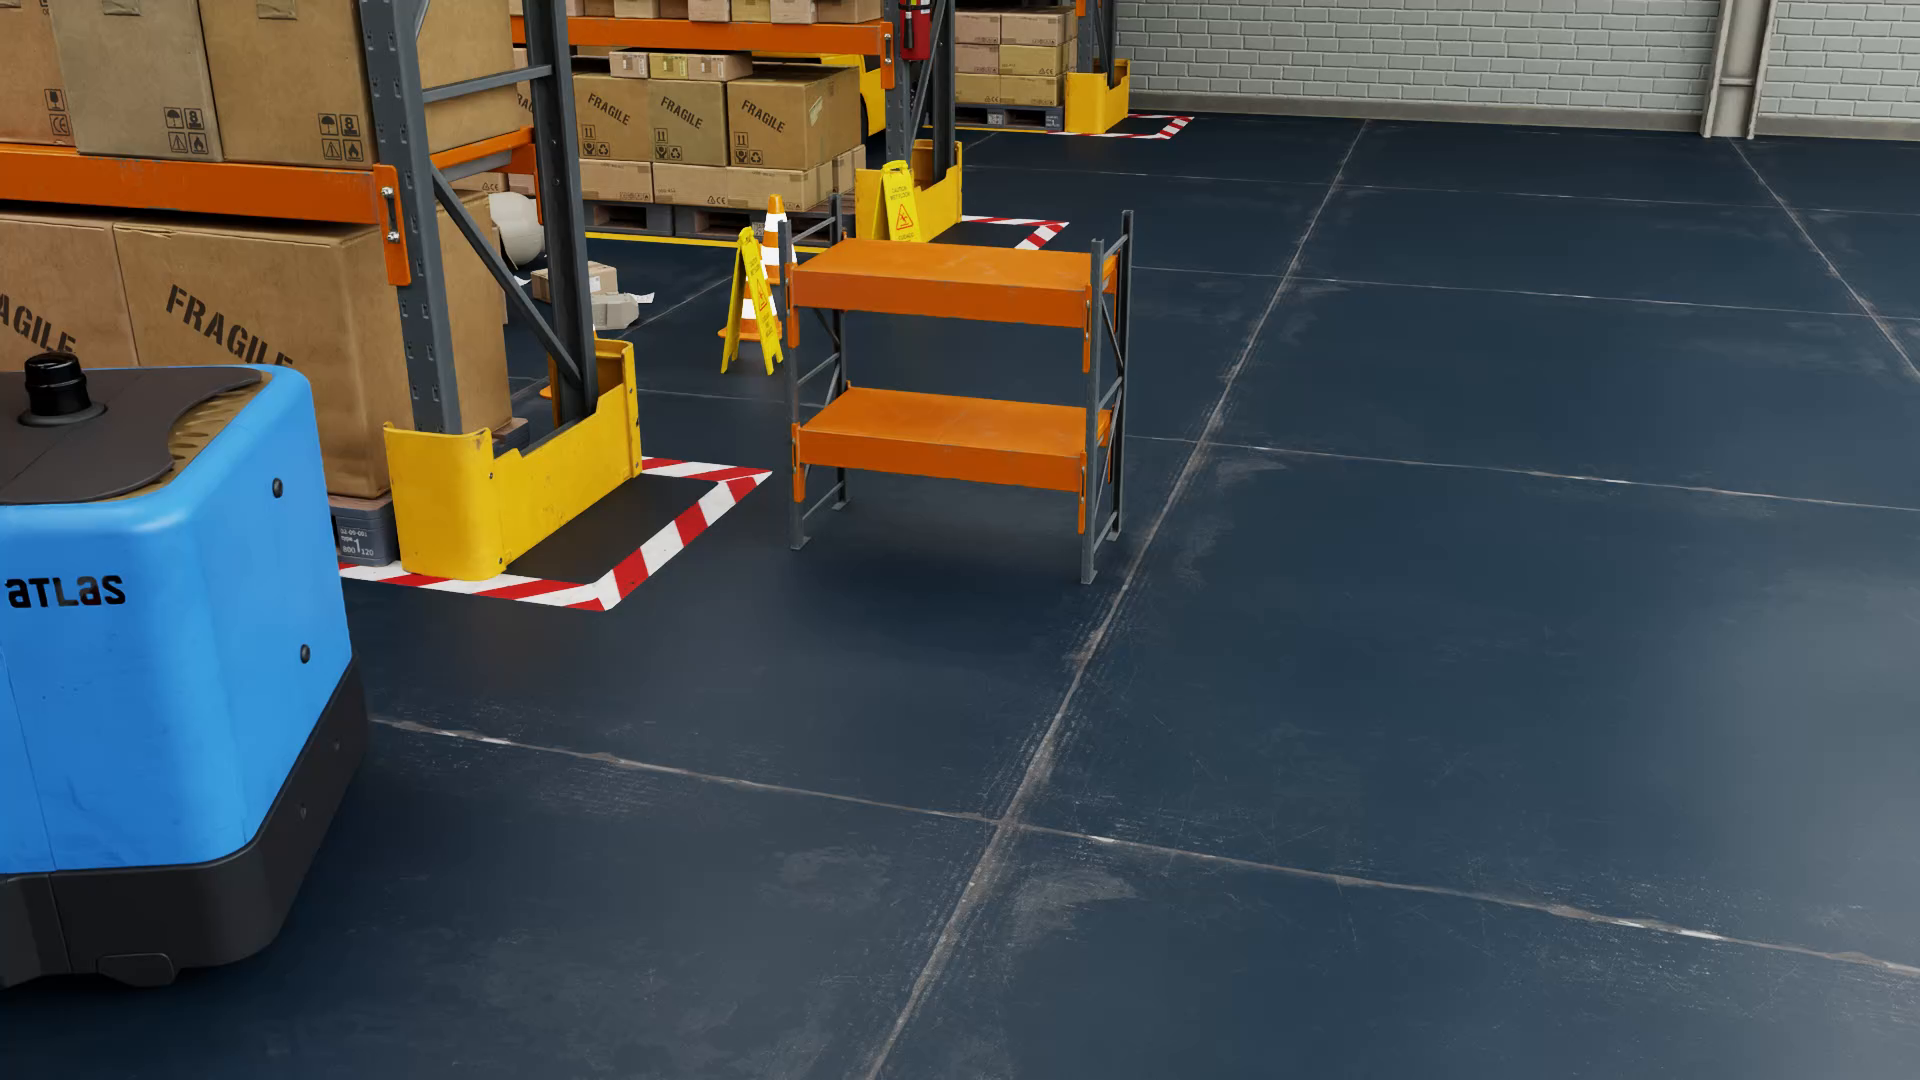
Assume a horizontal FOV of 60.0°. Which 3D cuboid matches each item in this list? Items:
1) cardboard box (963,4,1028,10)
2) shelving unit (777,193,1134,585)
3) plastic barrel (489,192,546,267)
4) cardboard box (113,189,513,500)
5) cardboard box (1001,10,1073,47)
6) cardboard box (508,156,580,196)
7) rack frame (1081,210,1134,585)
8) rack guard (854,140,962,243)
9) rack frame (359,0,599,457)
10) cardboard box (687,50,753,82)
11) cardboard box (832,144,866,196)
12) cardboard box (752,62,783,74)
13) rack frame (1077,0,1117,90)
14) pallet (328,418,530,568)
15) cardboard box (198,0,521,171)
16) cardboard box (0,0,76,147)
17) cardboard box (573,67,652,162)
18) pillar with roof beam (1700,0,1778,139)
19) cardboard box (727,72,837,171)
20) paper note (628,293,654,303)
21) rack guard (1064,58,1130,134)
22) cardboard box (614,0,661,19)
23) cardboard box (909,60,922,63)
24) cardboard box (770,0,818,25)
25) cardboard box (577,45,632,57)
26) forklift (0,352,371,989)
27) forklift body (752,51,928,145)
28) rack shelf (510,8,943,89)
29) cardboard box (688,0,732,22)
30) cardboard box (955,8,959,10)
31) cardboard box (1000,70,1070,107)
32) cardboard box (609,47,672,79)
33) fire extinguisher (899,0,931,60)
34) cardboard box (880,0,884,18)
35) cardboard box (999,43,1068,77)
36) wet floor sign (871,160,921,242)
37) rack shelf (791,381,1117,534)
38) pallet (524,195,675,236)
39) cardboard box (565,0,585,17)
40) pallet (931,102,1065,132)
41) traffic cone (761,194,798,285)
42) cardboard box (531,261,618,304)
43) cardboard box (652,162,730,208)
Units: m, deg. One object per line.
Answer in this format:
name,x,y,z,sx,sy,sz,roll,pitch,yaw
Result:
cardboard box,0.312,-4.653,14.912,0.500,0.250,0.500,7,23,16
shelving unit,-0.006,-0.521,5.558,1.048,1.125,0.538,7,23,16
plastic barrel,-2.648,-1.774,9.536,0.512,0.421,0.421,-14,26,-30
cardboard box,-2.235,-0.741,5.871,0.875,0.875,0.875,7,23,16
cardboard box,0.666,-4.415,14.333,0.500,0.250,0.500,7,23,17
cardboard box,-2.553,-2.375,10.678,0.500,0.250,0.500,6,23,15
rack frame,0.480,-0.465,5.422,0.032,1.125,0.500,7,23,16
rack guard,-0.306,-2.141,10.331,0.348,0.500,1.175,7,23,16
rack frame,-1.566,-1.480,5.425,0.127,3.000,1.000,7,23,16
cardboard box,-1.446,-2.867,10.034,0.250,0.149,0.380,7,23,17
cardboard box,-0.926,-2.400,10.739,0.500,0.250,0.500,6,23,15
cardboard box,-1.450,-2.805,10.738,0.500,0.500,0.500,6,23,14
rack frame,1.197,-5.093,14.234,0.127,3.000,1.000,7,23,16
pallet,-2.355,-0.249,6.098,1.213,0.211,1.003,7,23,15
cardboard box,-1.935,-1.573,5.455,0.550,0.550,0.875,7,23,16
cardboard box,-2.967,-1.733,5.844,0.550,0.550,0.875,7,23,16
cardboard box,-2.057,-2.665,10.396,0.500,0.500,0.500,6,23,14
pillar with roof beam,5.291,-6.050,8.663,0.400,9.000,9.100,7,23,16
cardboard box,-1.076,-2.551,10.119,0.500,0.500,0.500,7,23,16
paper note,-1.713,-1.296,8.889,0.142,0.019,0.148,-1,22,-3
rack guard,1.220,-3.934,14.702,0.348,0.500,1.175,7,23,16
cardboard box,-1.898,-3.251,10.074,0.250,0.149,0.380,6,23,15
cardboard box,-0.337,-4.294,14.697,0.500,0.250,0.500,6,23,14
cardboard box,-0.928,-3.124,9.764,0.250,0.149,0.380,6,23,15
cardboard box,-3.135,-4.680,15.803,0.625,0.625,0.875,8,24,18
forklift,-2.999,-0.556,3.264,3.031,2.935,1.130,-2,22,-5
forklift body,-1.145,-4.245,13.286,1.214,2.155,2.313,7,23,16
rack shelf,-2.148,-3.176,10.507,4.000,0.370,1.077,7,23,16
cardboard box,-1.422,-3.177,9.893,0.250,0.149,0.380,7,23,16
cardboard box,-0.311,-4.520,14.590,0.500,0.250,0.500,7,23,16
cardboard box,0.656,-3.952,14.521,0.500,0.250,0.500,7,23,16
cardboard box,-1.938,-2.925,10.176,0.250,0.149,0.380,8,23,18
fire extinguisher,-0.257,-3.073,9.412,0.183,0.674,0.296,7,23,16
cardboard box,-0.499,-3.285,10.158,0.250,0.149,0.380,7,23,16
cardboard box,0.641,-4.186,14.434,0.500,0.250,0.500,6,23,15
wet floor sign,-0.360,-1.790,9.284,0.232,0.644,0.267,16,27,34
rack shelf,-0.006,-0.295,5.651,1.000,0.278,0.538,7,23,16
pallet,-2.238,-2.244,10.962,1.213,0.211,1.003,7,23,16
cardboard box,-2.383,-3.299,10.192,0.250,0.149,0.380,6,23,15
pallet,0.453,-3.872,14.930,1.213,0.211,1.003,7,23,16
traffic cone,-1.018,-1.694,9.290,0.334,0.463,0.336,7,23,16
cardboard box,-2.071,-1.380,8.938,0.380,0.149,0.250,-20,29,-39
cardboard box,-1.579,-2.262,10.401,0.500,0.250,0.500,7,23,16
